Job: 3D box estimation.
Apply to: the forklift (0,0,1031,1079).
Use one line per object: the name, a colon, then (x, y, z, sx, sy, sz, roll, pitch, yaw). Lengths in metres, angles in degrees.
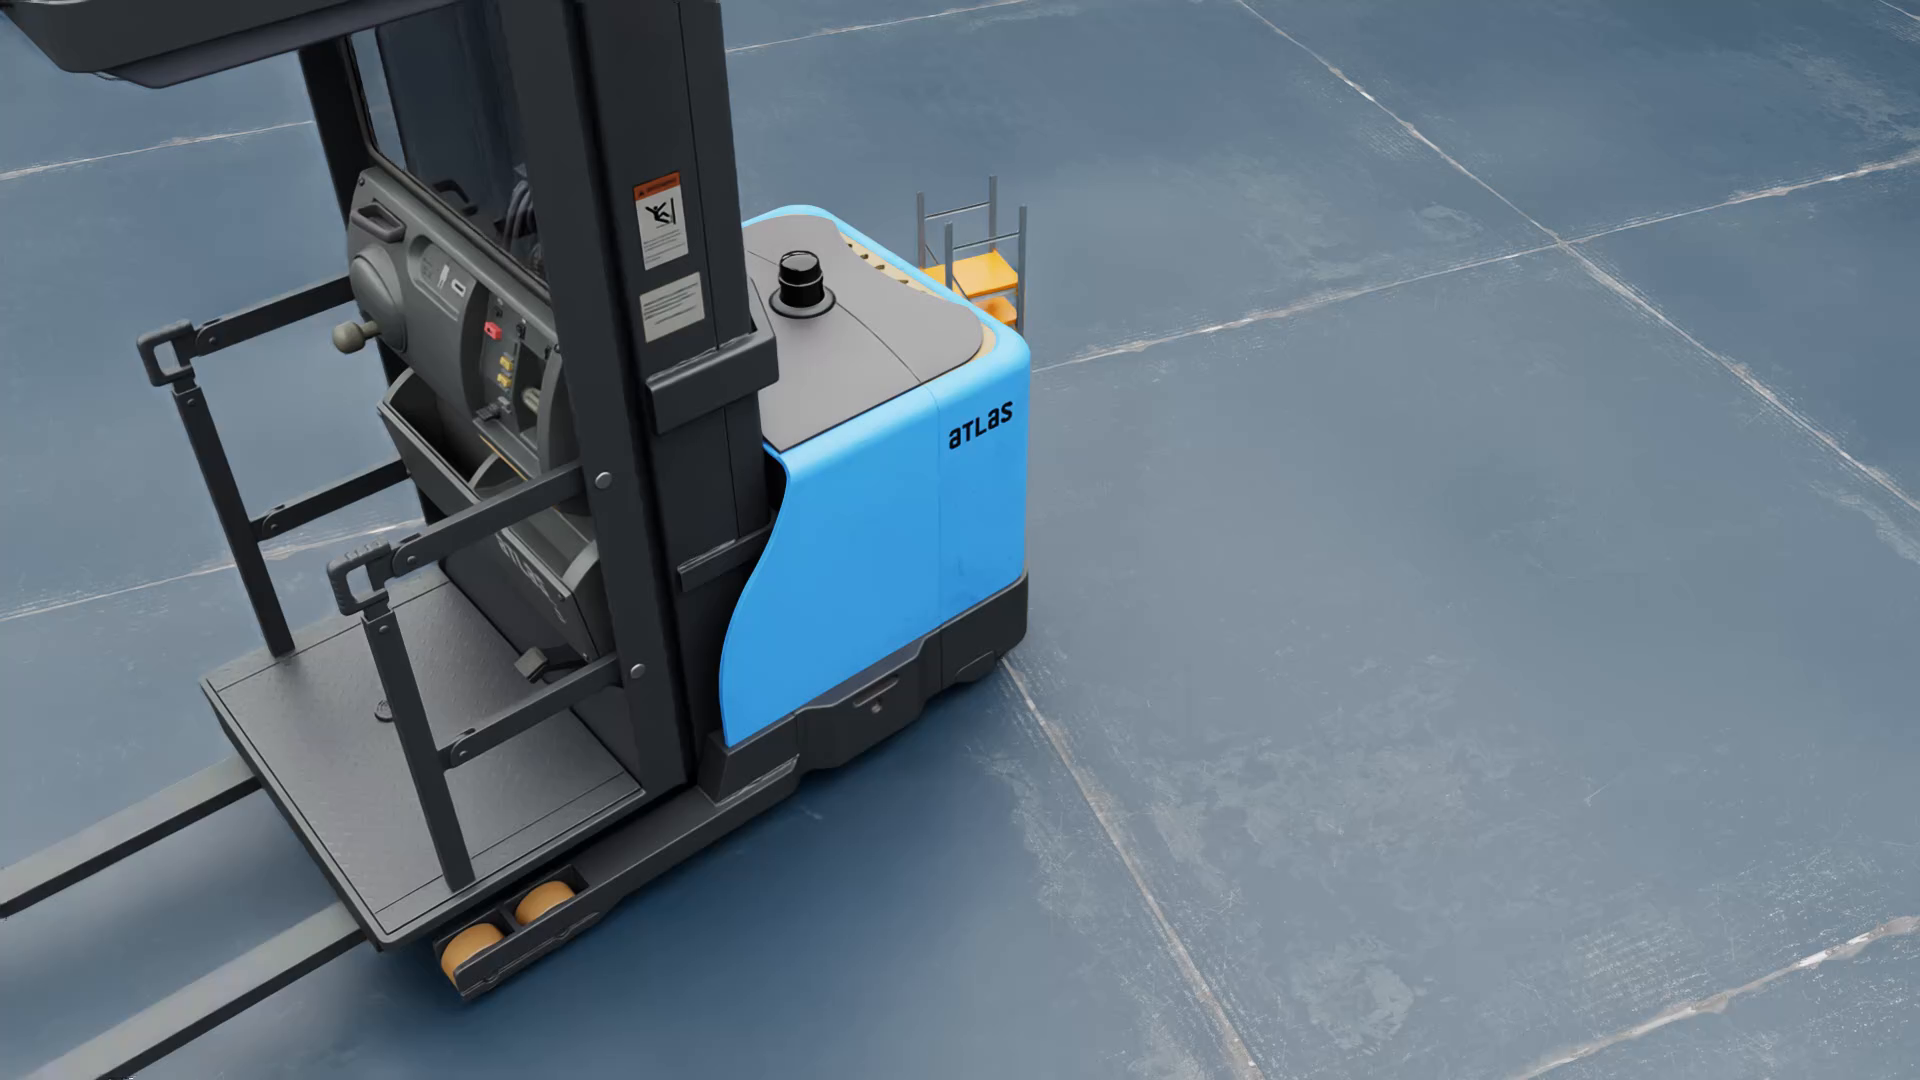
forklift: (-1.256, -0.416, 3.486, 3.031, 2.935, 1.130, -29, 48, -29)

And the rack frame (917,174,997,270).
rack frame: (-0.008, -0.519, 4.933, 0.240, 1.200, 0.006, -17, 44, -19)

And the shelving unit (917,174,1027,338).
shelving unit: (0.031, -0.465, 4.870, 0.258, 1.200, 0.189, -17, 44, -19)

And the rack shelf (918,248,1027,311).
rack shelf: (0.031, -0.704, 4.664, 0.258, 0.103, 0.180, -17, 44, -19)

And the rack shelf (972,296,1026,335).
rack shelf: (0.031, -0.613, 4.743, 0.258, 0.103, 0.180, -17, 44, -19)

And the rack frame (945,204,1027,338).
rack frame: (0.070, -0.411, 4.807, 0.240, 1.200, 0.006, -17, 44, -19)
